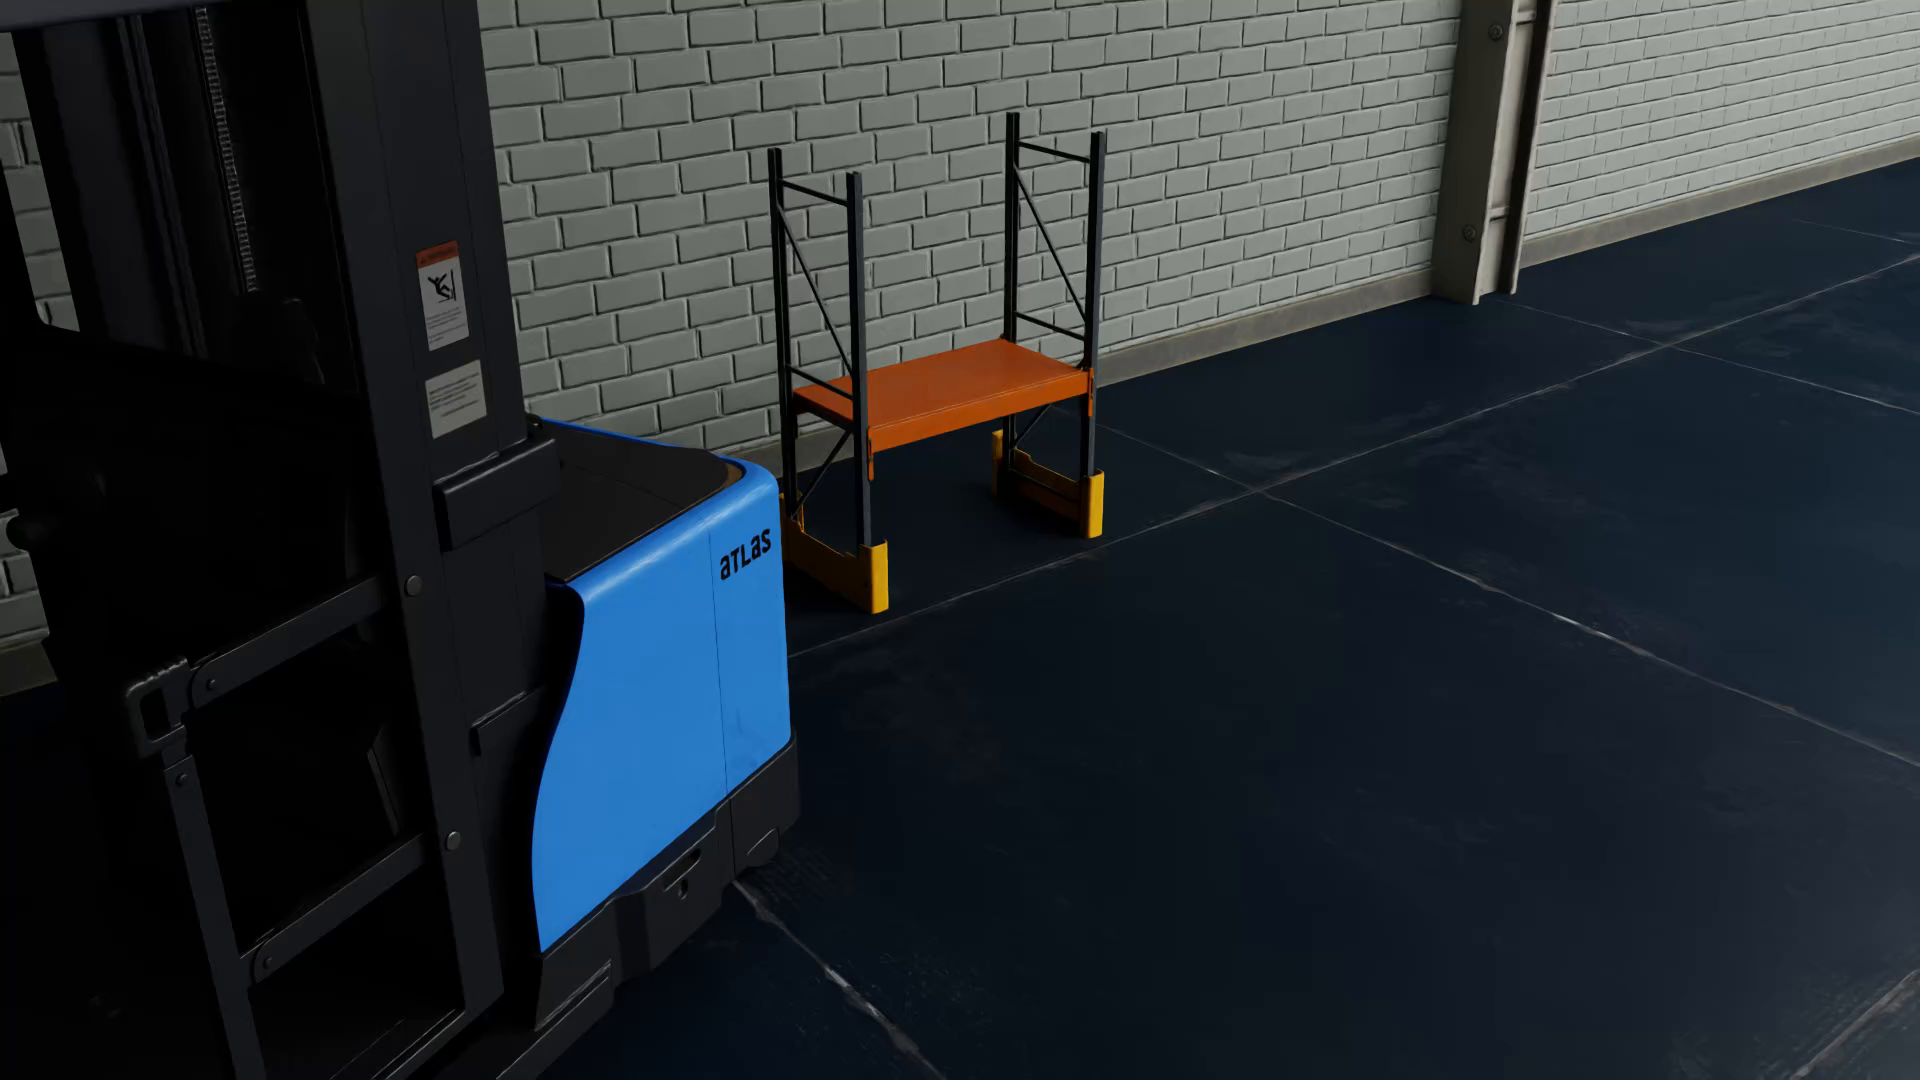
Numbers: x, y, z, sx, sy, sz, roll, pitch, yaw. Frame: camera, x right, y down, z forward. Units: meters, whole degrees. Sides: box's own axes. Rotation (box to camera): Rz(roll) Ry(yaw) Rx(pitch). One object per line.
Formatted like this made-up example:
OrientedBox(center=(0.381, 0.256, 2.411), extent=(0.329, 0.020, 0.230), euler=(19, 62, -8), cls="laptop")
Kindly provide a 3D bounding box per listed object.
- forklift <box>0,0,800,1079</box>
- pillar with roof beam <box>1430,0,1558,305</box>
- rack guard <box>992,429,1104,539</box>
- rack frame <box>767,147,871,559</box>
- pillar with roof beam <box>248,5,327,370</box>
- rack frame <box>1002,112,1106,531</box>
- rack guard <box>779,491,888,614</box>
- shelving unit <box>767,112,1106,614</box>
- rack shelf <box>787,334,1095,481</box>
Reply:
OrientedBox(center=(-1.568, -0.087, 2.955), extent=(1.130, 2.935, 3.031), euler=(13, 28, 25), cls="forklift")
OrientedBox(center=(5.485, -4.025, 4.233), extent=(0.400, 9.000, 9.100), euler=(-18, 31, -34), cls="pillar with roof beam")
OrientedBox(center=(0.332, -0.223, 6.433), extent=(0.087, 0.250, 0.587), euler=(-18, 31, -34), cls="rack guard")
OrientedBox(center=(-0.467, -0.526, 5.602), extent=(0.032, 1.500, 0.500), euler=(-18, 31, -34), cls="rack frame")
OrientedBox(center=(0.764, -2.466, 0.874), extent=(0.400, 9.000, 9.100), euler=(-18, 31, -34), cls="pillar with roof beam")
OrientedBox(center=(0.333, -0.790, 6.171), extent=(0.032, 1.500, 0.500), euler=(-18, 31, -34), cls="rack frame")
OrientedBox(center=(-0.452, 0.036, 5.876), extent=(0.087, 0.250, 0.587), euler=(-18, 31, -34), cls="rack guard")
OrientedBox(center=(-0.060, -0.661, 5.892), extent=(1.083, 1.500, 0.587), euler=(-18, 31, -34), cls="shelving unit")
OrientedBox(center=(-0.067, -0.495, 5.962), extent=(1.000, 0.185, 0.538), euler=(-18, 31, -34), cls="rack shelf")
